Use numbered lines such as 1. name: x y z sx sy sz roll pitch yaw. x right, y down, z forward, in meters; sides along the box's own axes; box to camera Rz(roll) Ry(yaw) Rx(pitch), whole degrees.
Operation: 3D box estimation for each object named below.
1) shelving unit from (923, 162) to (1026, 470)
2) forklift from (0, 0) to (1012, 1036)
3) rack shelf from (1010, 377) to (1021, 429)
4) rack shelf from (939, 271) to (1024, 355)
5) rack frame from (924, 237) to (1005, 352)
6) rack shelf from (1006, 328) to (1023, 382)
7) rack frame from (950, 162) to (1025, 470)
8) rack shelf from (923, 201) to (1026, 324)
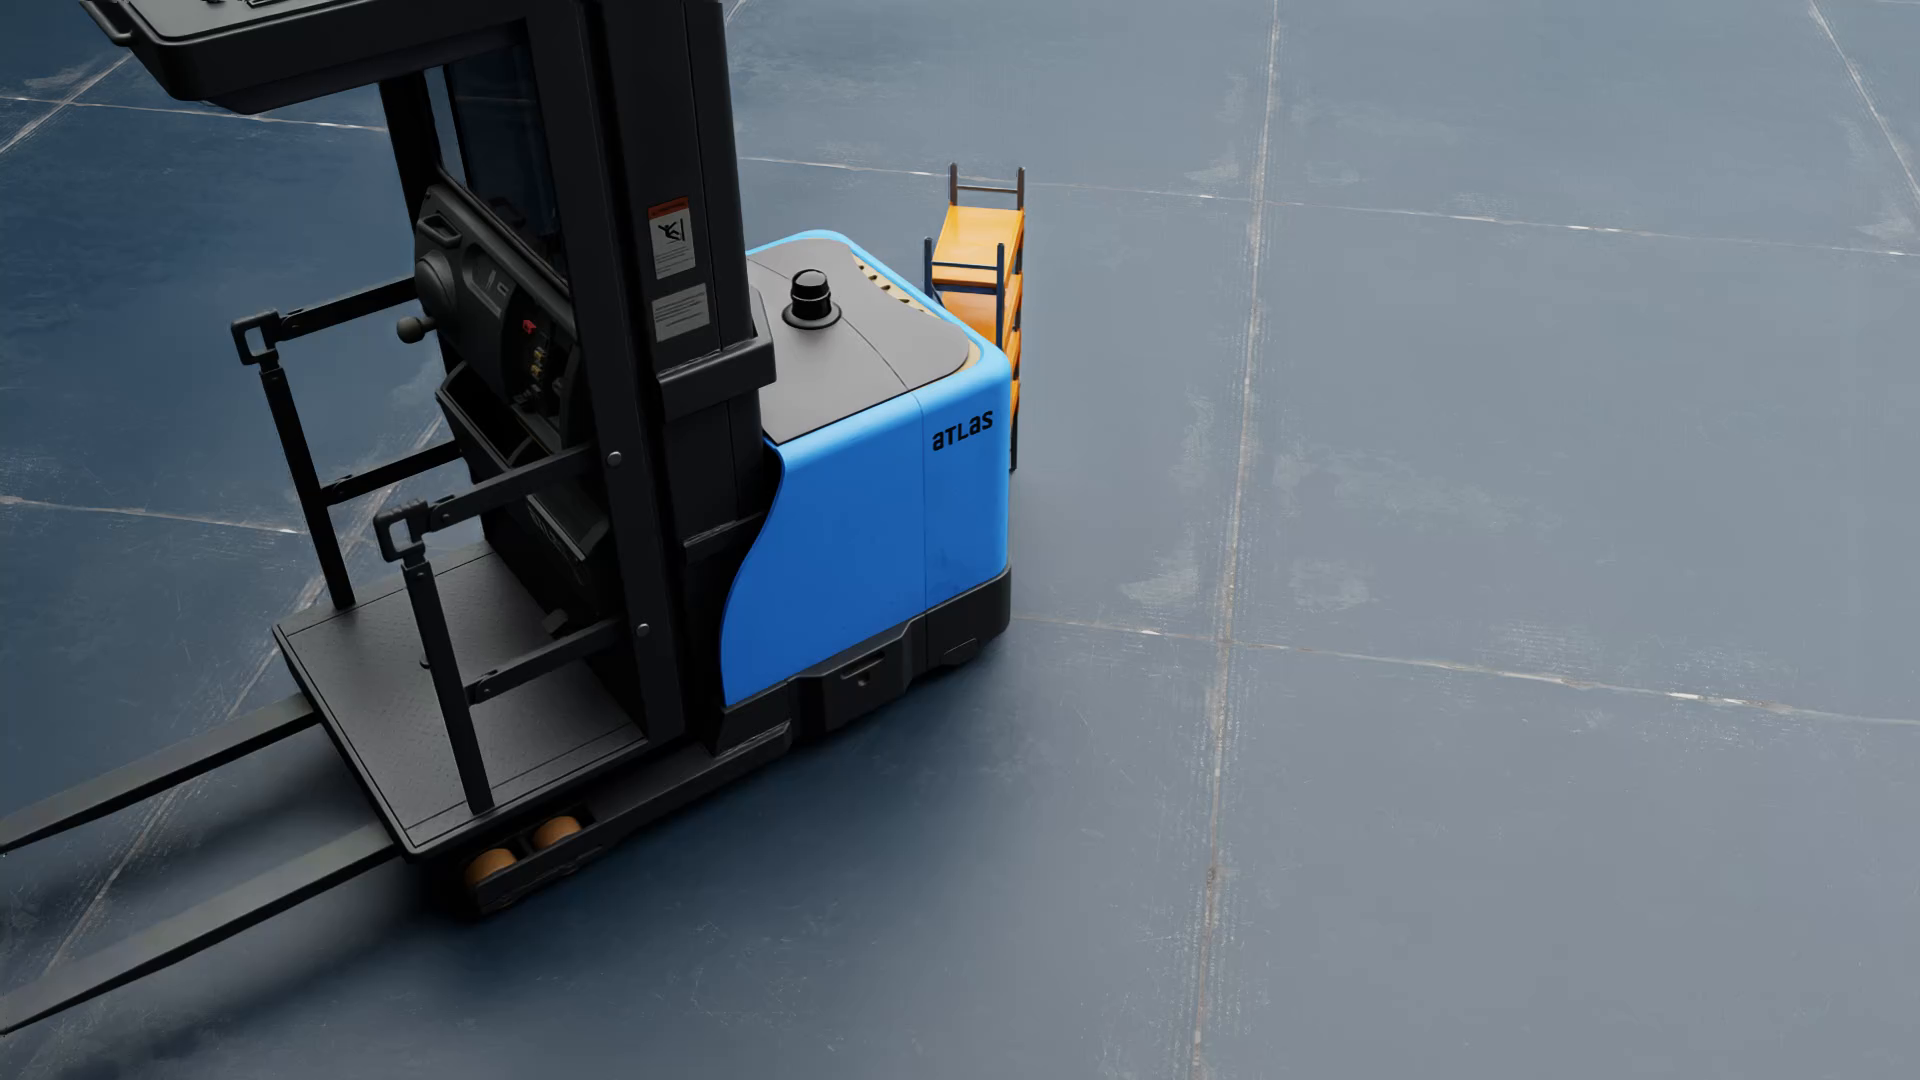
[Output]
1. shelving unit: 0.050 -0.579 5.509 0.258 1.200 0.503 6 40 7
2. forklift: -1.328 -0.508 4.065 3.031 2.935 1.130 -25 46 -27
3. rack shelf: 0.050 -0.374 5.678 0.258 0.148 0.480 6 40 7
4. rack shelf: 0.050 -0.700 5.409 0.258 0.148 0.480 6 40 7
5. rack frame: 0.013 -0.425 5.323 0.240 1.200 0.015 6 40 7
6. rack shelf: 0.050 -0.527 5.552 0.258 0.148 0.480 6 40 7
7. rack frame: 0.087 -0.733 5.695 0.240 1.200 0.015 6 40 7
8. rack shelf: 0.050 -0.882 5.258 0.258 0.148 0.480 6 40 7
